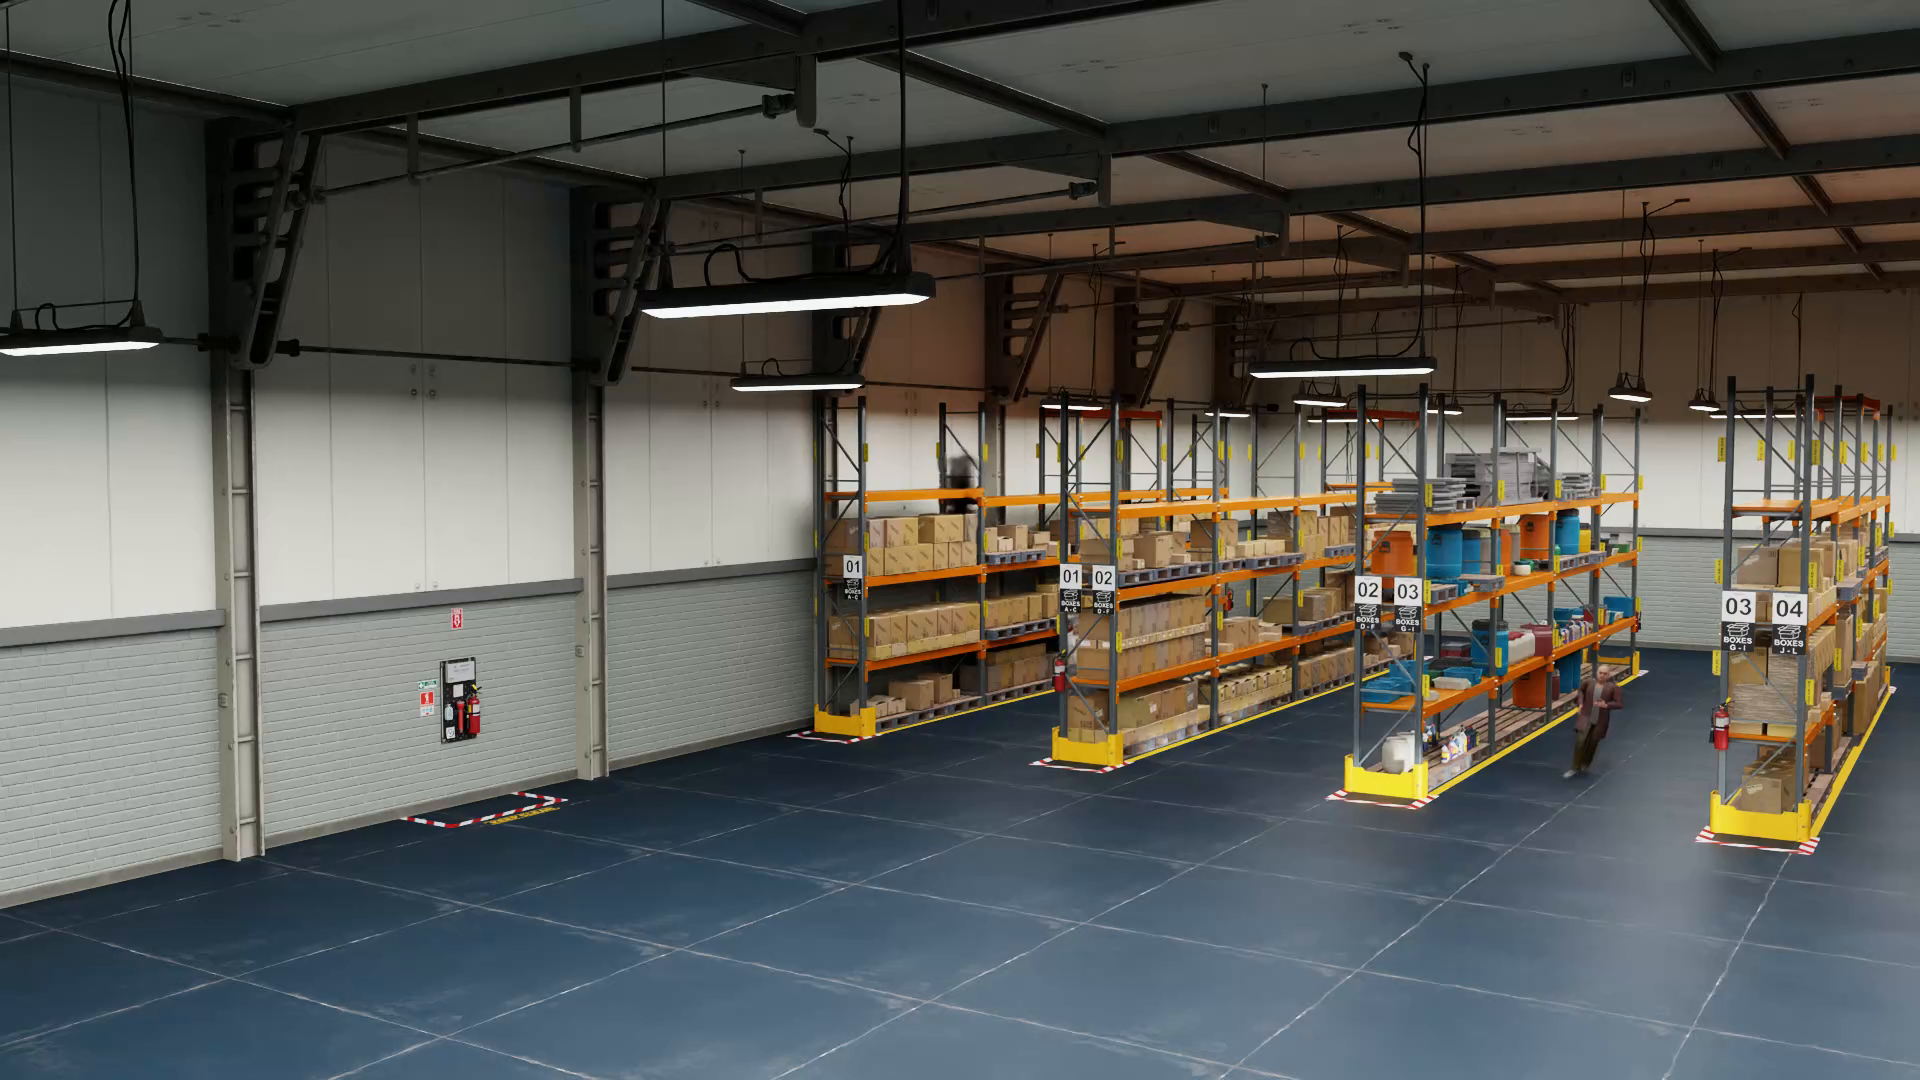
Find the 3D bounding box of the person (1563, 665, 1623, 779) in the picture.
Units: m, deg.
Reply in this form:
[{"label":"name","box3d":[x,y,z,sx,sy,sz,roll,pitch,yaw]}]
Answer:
[{"label":"person","box3d":[9.741,2.770,25.560,0.826,1.731,0.931,1,3,22]}]

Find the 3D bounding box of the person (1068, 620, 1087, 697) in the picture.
[{"label":"person","box3d":[2.381,2.409,33.325,0.814,1.670,0.685,2,4,32]}]
